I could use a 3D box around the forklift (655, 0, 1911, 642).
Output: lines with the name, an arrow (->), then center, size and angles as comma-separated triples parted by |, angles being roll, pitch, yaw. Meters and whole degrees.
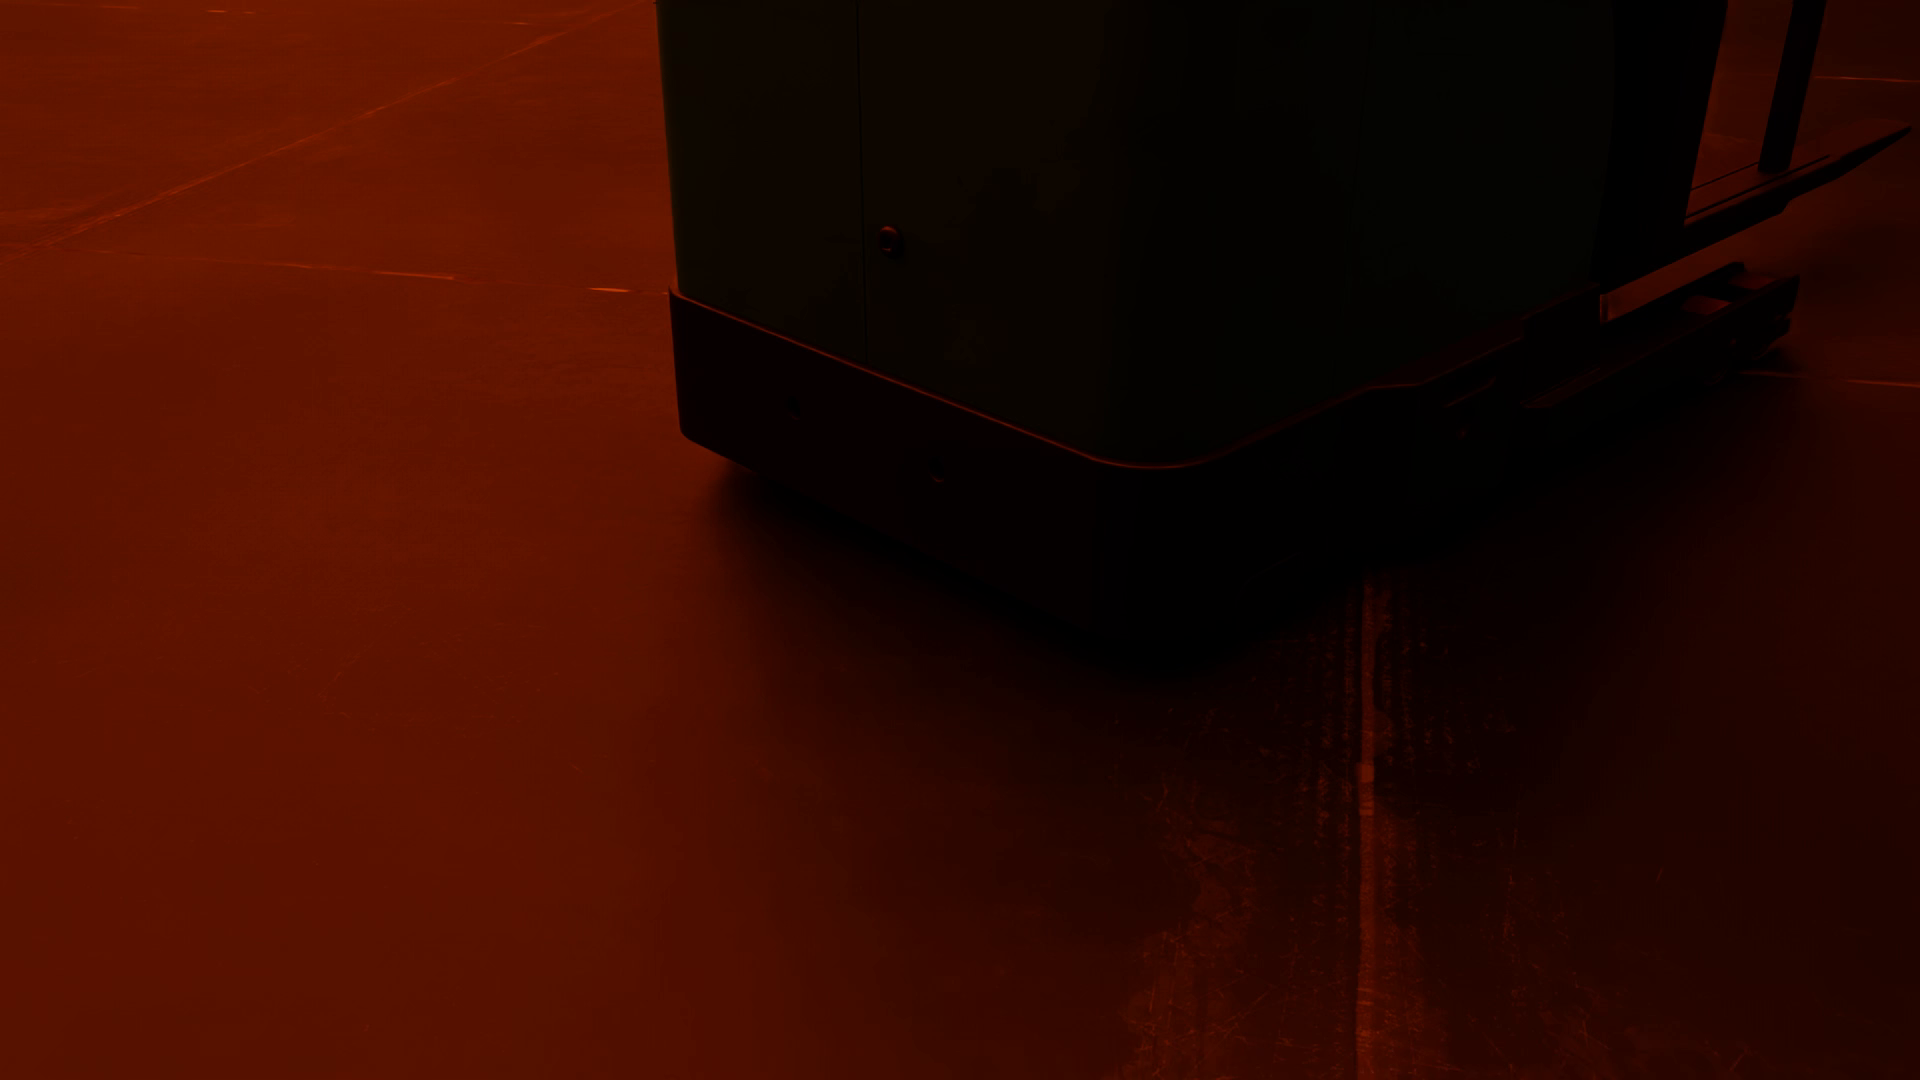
forklift -> 0.953, -1.739, 2.694 | 3.031, 2.935, 1.130 | -24, 35, -38
